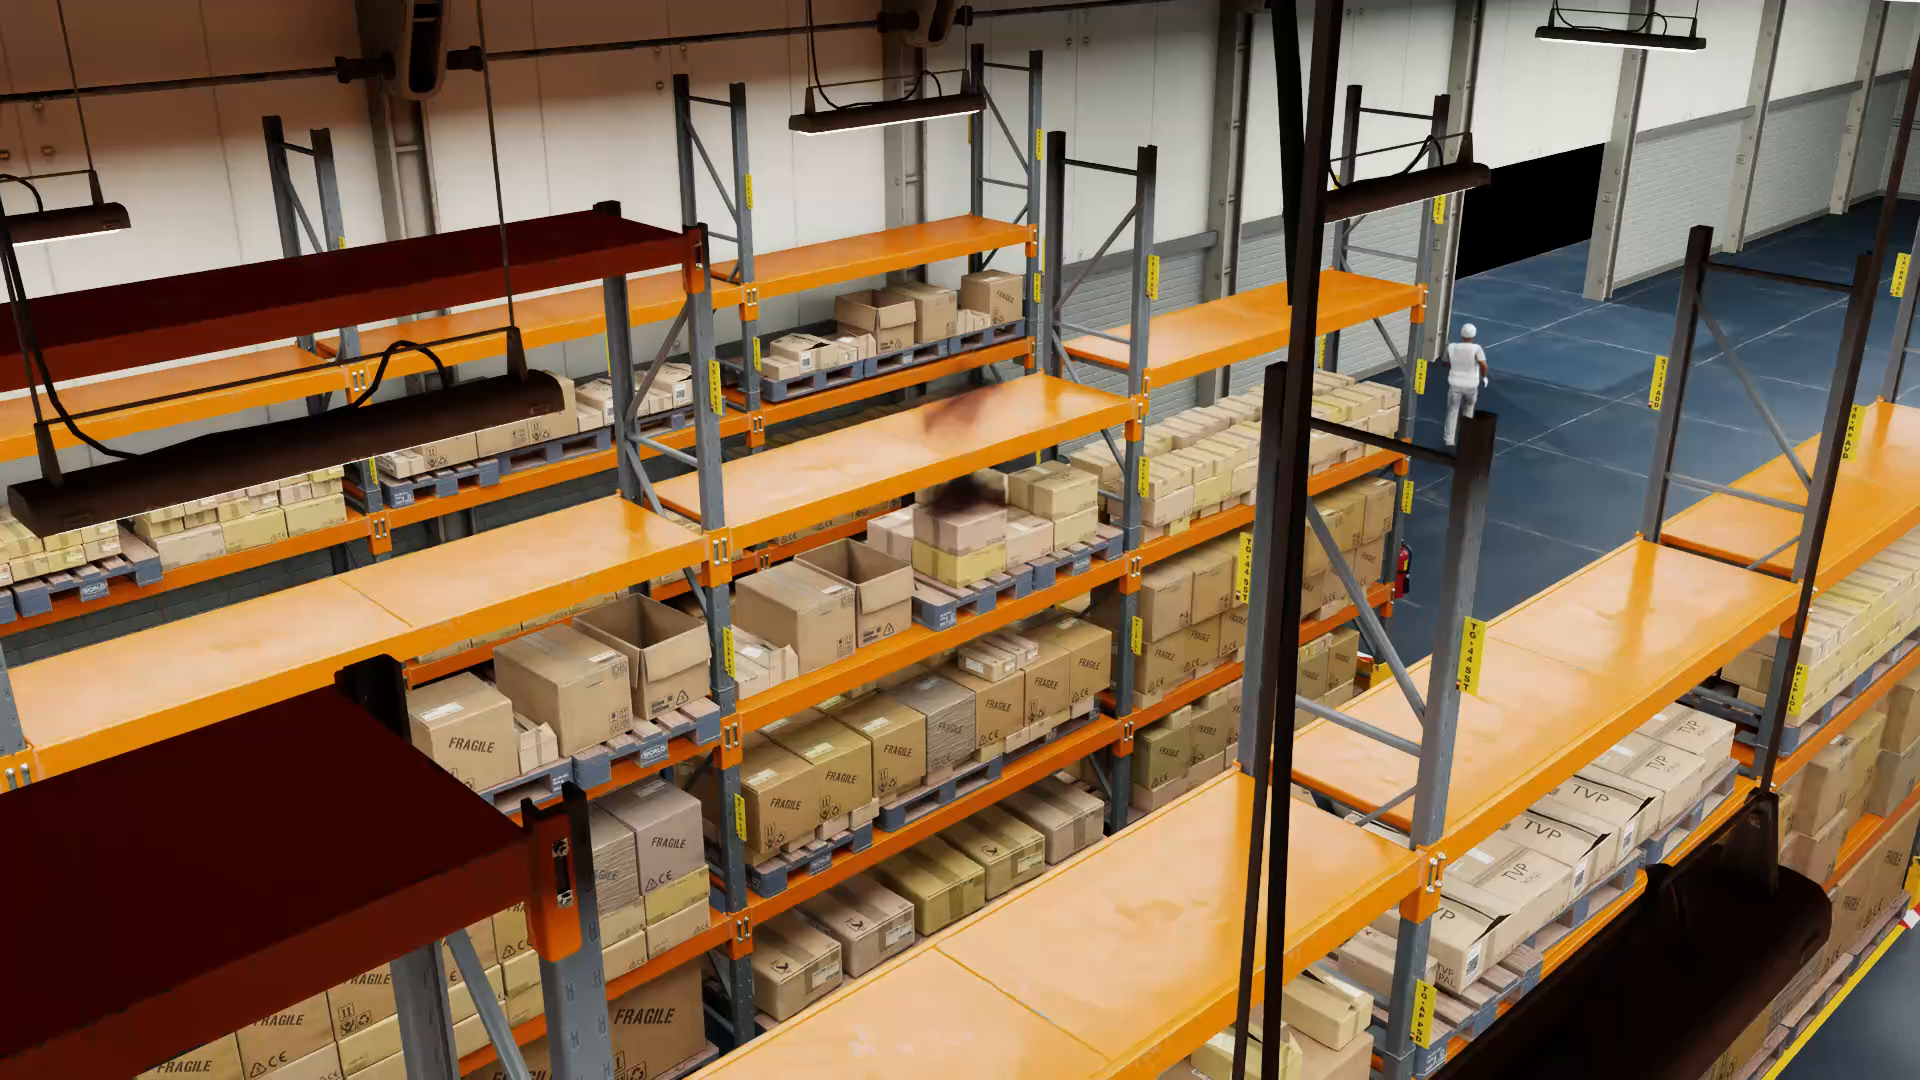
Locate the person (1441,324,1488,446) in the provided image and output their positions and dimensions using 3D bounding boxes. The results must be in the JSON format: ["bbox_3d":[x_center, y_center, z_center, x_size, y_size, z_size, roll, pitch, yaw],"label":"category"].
[{"bbox_3d":[7.195,-2.192,23.806,0.690,1.836,0.790,10,24,22],"label":"person"}]
